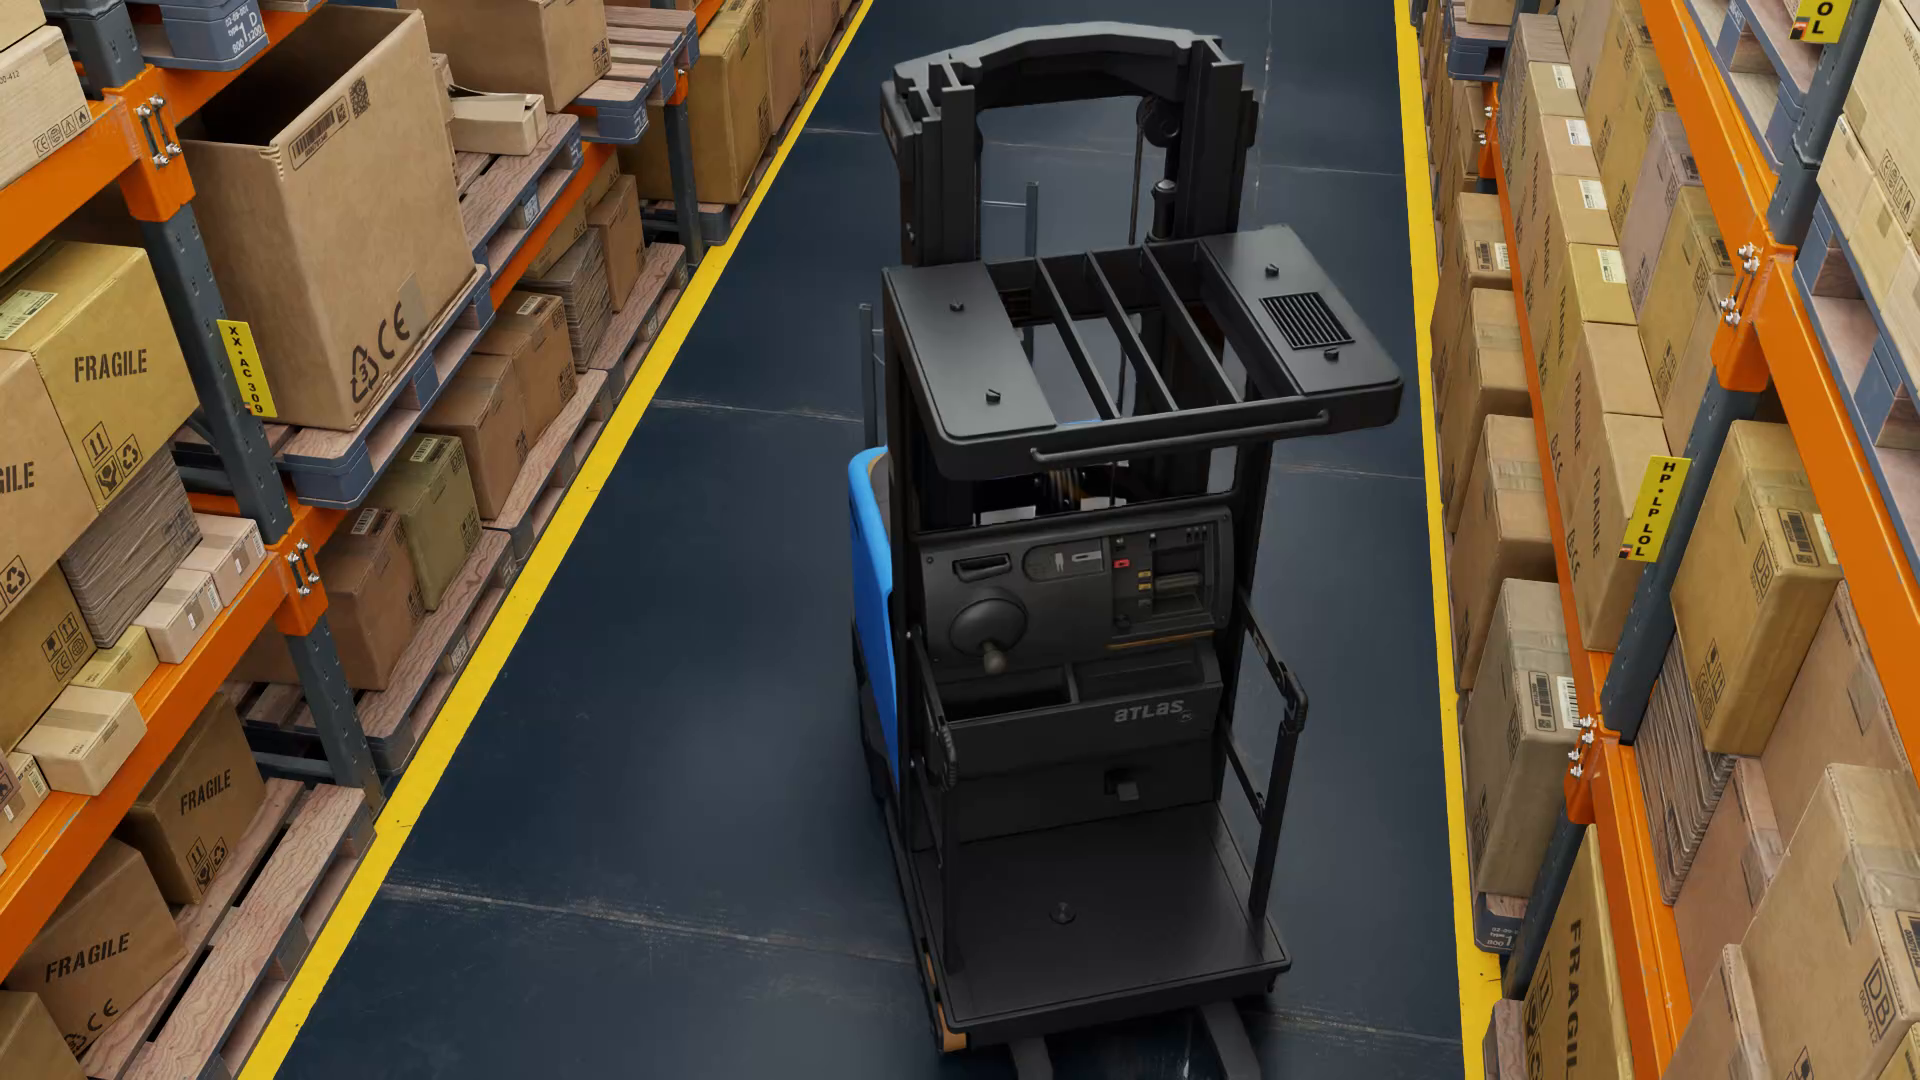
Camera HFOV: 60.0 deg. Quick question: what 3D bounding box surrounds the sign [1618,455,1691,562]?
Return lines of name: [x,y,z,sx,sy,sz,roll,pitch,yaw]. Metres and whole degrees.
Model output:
sign: [1.730,-0.075,4.140,0.100,0.325,0.005,6,40,8]

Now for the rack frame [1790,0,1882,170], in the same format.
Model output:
rack frame: [2.266,-1.917,2.507,1.000,3.000,0.127,6,40,8]

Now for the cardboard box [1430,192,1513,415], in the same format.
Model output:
cardboard box: [2.765,-1.038,7.587,1.050,0.750,0.750,6,40,7]

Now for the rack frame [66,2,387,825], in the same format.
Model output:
rack frame: [-2.601,-0.215,5.156,1.000,3.000,0.127,6,40,8]

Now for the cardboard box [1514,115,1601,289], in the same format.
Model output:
cardboard box: [2.442,-1.266,6.349,0.500,0.500,0.500,6,40,8]

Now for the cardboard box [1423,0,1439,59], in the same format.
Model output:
cardboard box: [3.262,-3.390,10.628,0.500,0.500,0.500,8,40,9]

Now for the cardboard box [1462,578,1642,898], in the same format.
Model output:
cardboard box: [2.285,0.701,5.484,1.050,0.750,0.750,6,40,7]

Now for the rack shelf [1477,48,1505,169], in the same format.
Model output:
rack shelf: [3.305,-3.093,9.202,1.077,0.370,4.000,6,40,8]

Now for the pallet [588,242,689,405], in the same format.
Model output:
pallet: [-2.046,-1.161,8.488,1.003,0.211,1.213,6,40,8]

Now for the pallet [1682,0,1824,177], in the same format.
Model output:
pallet: [2.376,-1.268,4.226,0.805,0.209,1.217,5,40,6]

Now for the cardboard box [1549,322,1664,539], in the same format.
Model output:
cardboard box: [2.181,-0.318,5.202,0.500,0.500,0.500,6,40,7]

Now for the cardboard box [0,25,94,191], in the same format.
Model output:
cardboard box: [-2.423,-0.999,3.868,0.500,0.250,0.500,8,40,9]

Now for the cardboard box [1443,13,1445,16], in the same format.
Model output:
cardboard box: [3.173,-3.344,9.984,0.500,0.250,0.500,7,40,9]

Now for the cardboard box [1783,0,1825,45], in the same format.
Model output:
cardboard box: [2.231,-1.365,3.902,0.500,0.250,0.500,7,40,8]

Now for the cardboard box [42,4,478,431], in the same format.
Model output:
cardboard box: [-2.326,-1.092,5.416,1.000,1.000,1.000,7,40,8]

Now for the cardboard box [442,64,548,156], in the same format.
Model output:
cardboard box: [-1.932,-1.759,6.800,0.396,0.266,0.258,5,40,6]

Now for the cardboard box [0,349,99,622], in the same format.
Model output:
cardboard box: [-2.493,-0.127,3.953,0.500,0.500,0.500,6,40,8]

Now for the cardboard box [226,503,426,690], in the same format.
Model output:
cardboard box: [-2.474,0.195,6.276,0.700,0.500,0.500,4,40,4]

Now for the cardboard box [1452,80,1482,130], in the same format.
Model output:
cardboard box: [2.895,-2.379,8.817,0.500,0.250,0.500,7,40,8]

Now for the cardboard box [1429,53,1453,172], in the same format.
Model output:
cardboard box: [2.984,-2.415,9.449,0.500,0.500,0.500,5,40,6]

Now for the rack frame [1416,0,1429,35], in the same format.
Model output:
rack frame: [3.651,-4.626,10.491,1.000,3.000,0.127,6,40,8]

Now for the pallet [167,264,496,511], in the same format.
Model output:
pallet: [-2.326,-0.605,5.778,1.003,0.211,1.213,6,40,8]

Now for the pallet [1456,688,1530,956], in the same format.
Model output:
pallet: [2.326,0.977,5.903,1.003,0.211,1.213,6,40,8]

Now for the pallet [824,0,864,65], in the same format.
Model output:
pallet: [-1.276,-3.669,11.522,1.003,0.211,1.213,6,40,8]

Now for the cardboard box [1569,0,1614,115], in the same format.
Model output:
cardboard box: [2.785,-1.941,6.381,0.700,0.500,0.500,6,40,7]

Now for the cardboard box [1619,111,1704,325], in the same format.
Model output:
cardboard box: [2.521,-0.981,5.220,0.700,0.500,0.500,7,40,8]

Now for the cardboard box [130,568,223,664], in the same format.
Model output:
cardboard box: [-2.402,0.205,4.846,0.380,0.149,0.250,6,40,8]

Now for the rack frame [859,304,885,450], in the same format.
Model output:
rack frame: [-0.109,-0.225,6.345,0.500,1.500,0.032,6,40,8]

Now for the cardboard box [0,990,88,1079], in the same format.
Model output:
cardboard box: [-2.832,1.591,4.603,0.500,0.500,0.500,3,40,4]

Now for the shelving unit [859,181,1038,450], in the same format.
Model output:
shelving unit: [-0.023,-0.544,6.732,0.538,1.500,1.048,6,40,8]

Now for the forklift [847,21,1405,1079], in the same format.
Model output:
forklift: [0.397,0.226,4.676,1.130,2.935,3.031,-8,40,-9]

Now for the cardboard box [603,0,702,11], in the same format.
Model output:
cardboard box: [-1.557,-3.039,8.494,0.500,0.500,0.500,8,40,9]

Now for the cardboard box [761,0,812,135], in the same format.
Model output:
cardboard box: [-1.607,-3.058,9.933,1.225,0.875,0.875,7,40,8]

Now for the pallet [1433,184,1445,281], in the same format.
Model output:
pallet: [3.095,-1.531,8.936,1.003,0.211,1.213,6,40,8]

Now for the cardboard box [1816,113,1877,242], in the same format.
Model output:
cardboard box: [1.869,-0.674,3.146,0.380,0.149,0.250,6,40,7]

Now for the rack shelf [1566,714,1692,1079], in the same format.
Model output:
rack shelf: [1.920,1.927,3.129,1.077,0.370,4.000,6,40,8]

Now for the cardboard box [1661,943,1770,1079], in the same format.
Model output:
cardboard box: [1.932,1.244,3.274,0.875,0.550,0.550,6,40,8]

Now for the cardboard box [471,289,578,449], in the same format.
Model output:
cardboard box: [-2.180,-0.803,7.484,0.700,0.500,0.500,10,41,11]

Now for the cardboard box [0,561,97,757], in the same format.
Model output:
cardboard box: [-2.861,0.217,4.322,0.875,0.500,0.500,6,40,8]

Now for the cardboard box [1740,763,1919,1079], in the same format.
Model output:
cardboard box: [1.959,0.830,2.926,0.875,0.550,0.550,6,40,8]

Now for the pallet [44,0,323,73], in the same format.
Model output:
pallet: [-2.390,-1.675,4.715,1.213,0.211,1.003,6,40,8]

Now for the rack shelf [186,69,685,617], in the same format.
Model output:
rack shelf: [-2.255,-1.193,6.904,1.077,0.370,4.000,6,40,8]

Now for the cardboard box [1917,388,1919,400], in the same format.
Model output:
cardboard box: [1.737,-0.197,2.570,0.380,0.149,0.250,6,40,7]

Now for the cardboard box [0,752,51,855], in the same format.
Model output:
cardboard box: [-2.611,0.666,4.287,0.380,0.149,0.250,6,40,8]
